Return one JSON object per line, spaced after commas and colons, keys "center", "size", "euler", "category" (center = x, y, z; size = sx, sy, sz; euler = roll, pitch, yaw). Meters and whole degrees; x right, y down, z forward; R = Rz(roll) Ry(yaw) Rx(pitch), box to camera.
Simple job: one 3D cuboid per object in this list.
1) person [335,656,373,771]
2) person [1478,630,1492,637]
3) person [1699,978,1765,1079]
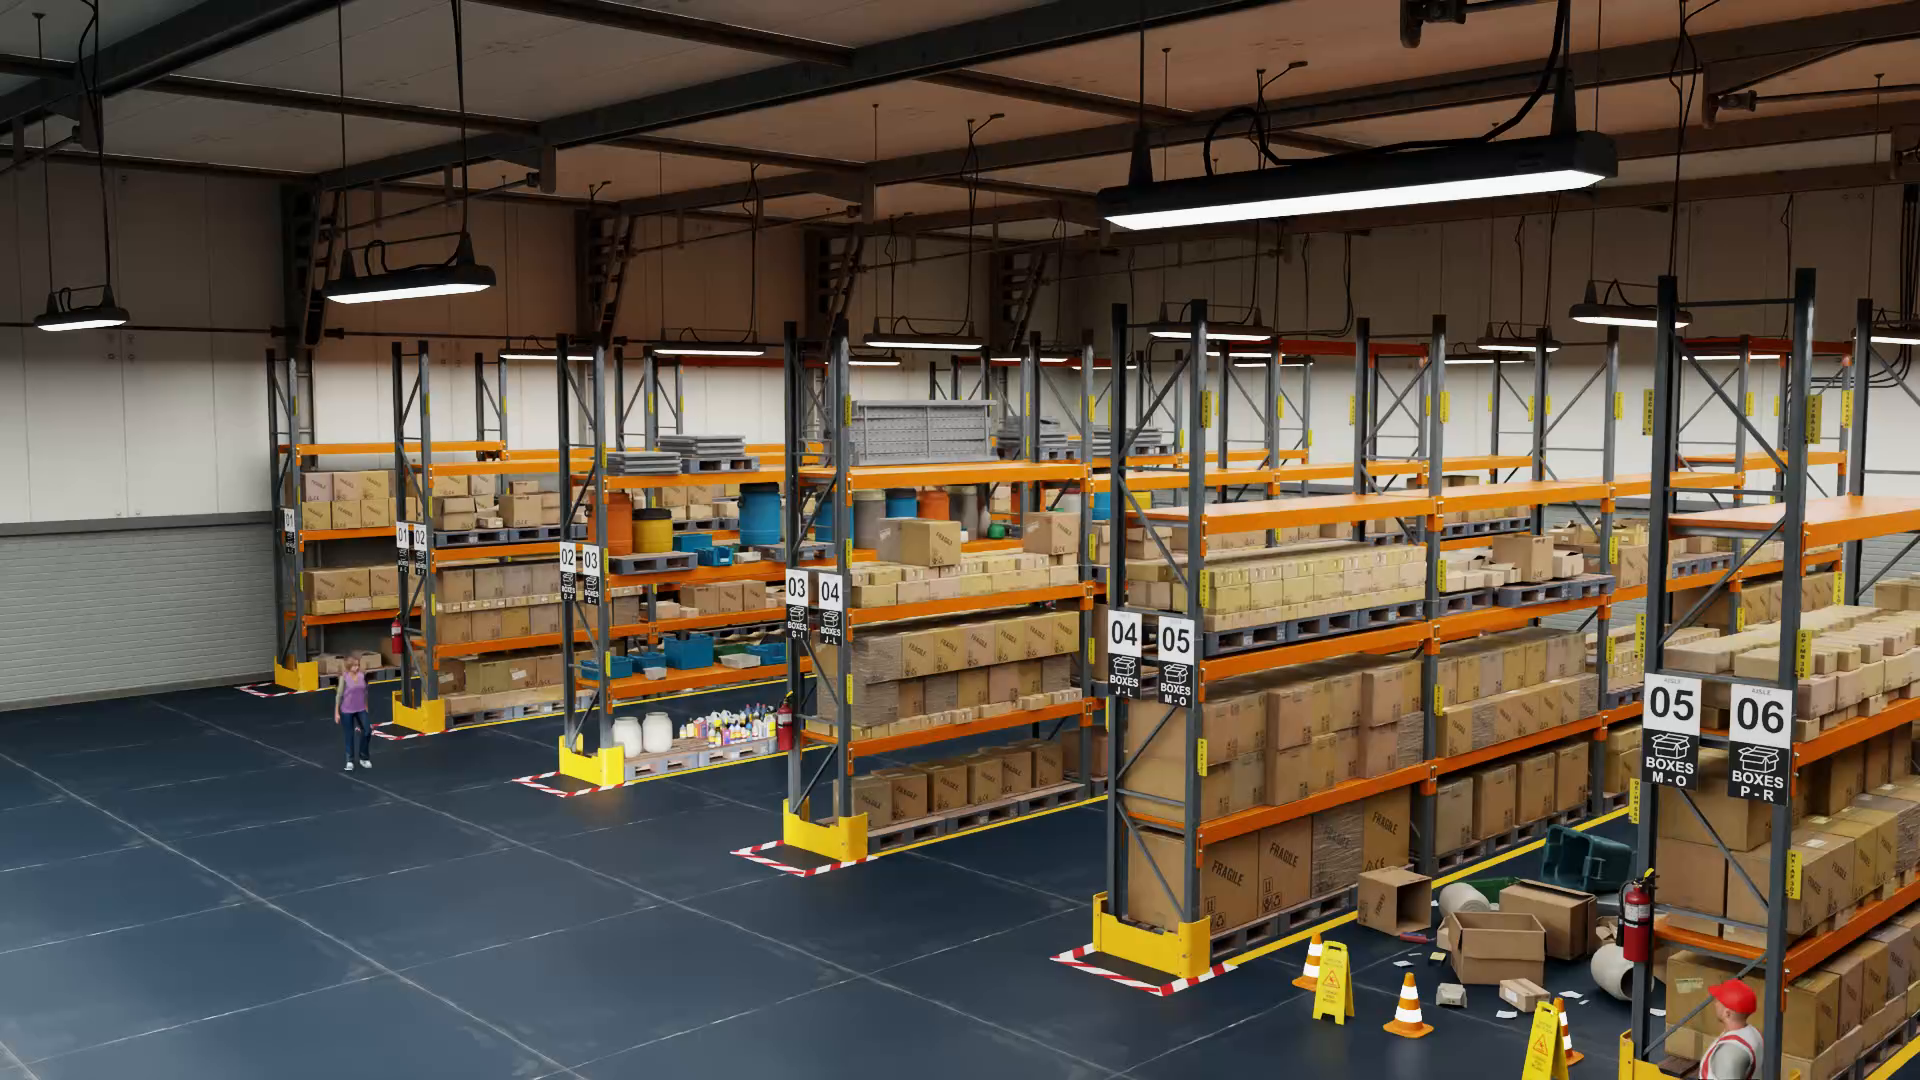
{"center": [-8.424, 2.406, 23.030], "size": [0.530, 1.628, 0.341], "euler": [-5, 7, -43], "category": "person"}
{"center": [7.977, 2.165, 25.195], "size": [0.789, 1.632, 0.517], "euler": [-5, 7, -44], "category": "person"}
{"center": [4.513, 3.428, 9.617], "size": [0.530, 1.786, 0.510], "euler": [1, 5, 16], "category": "person"}
